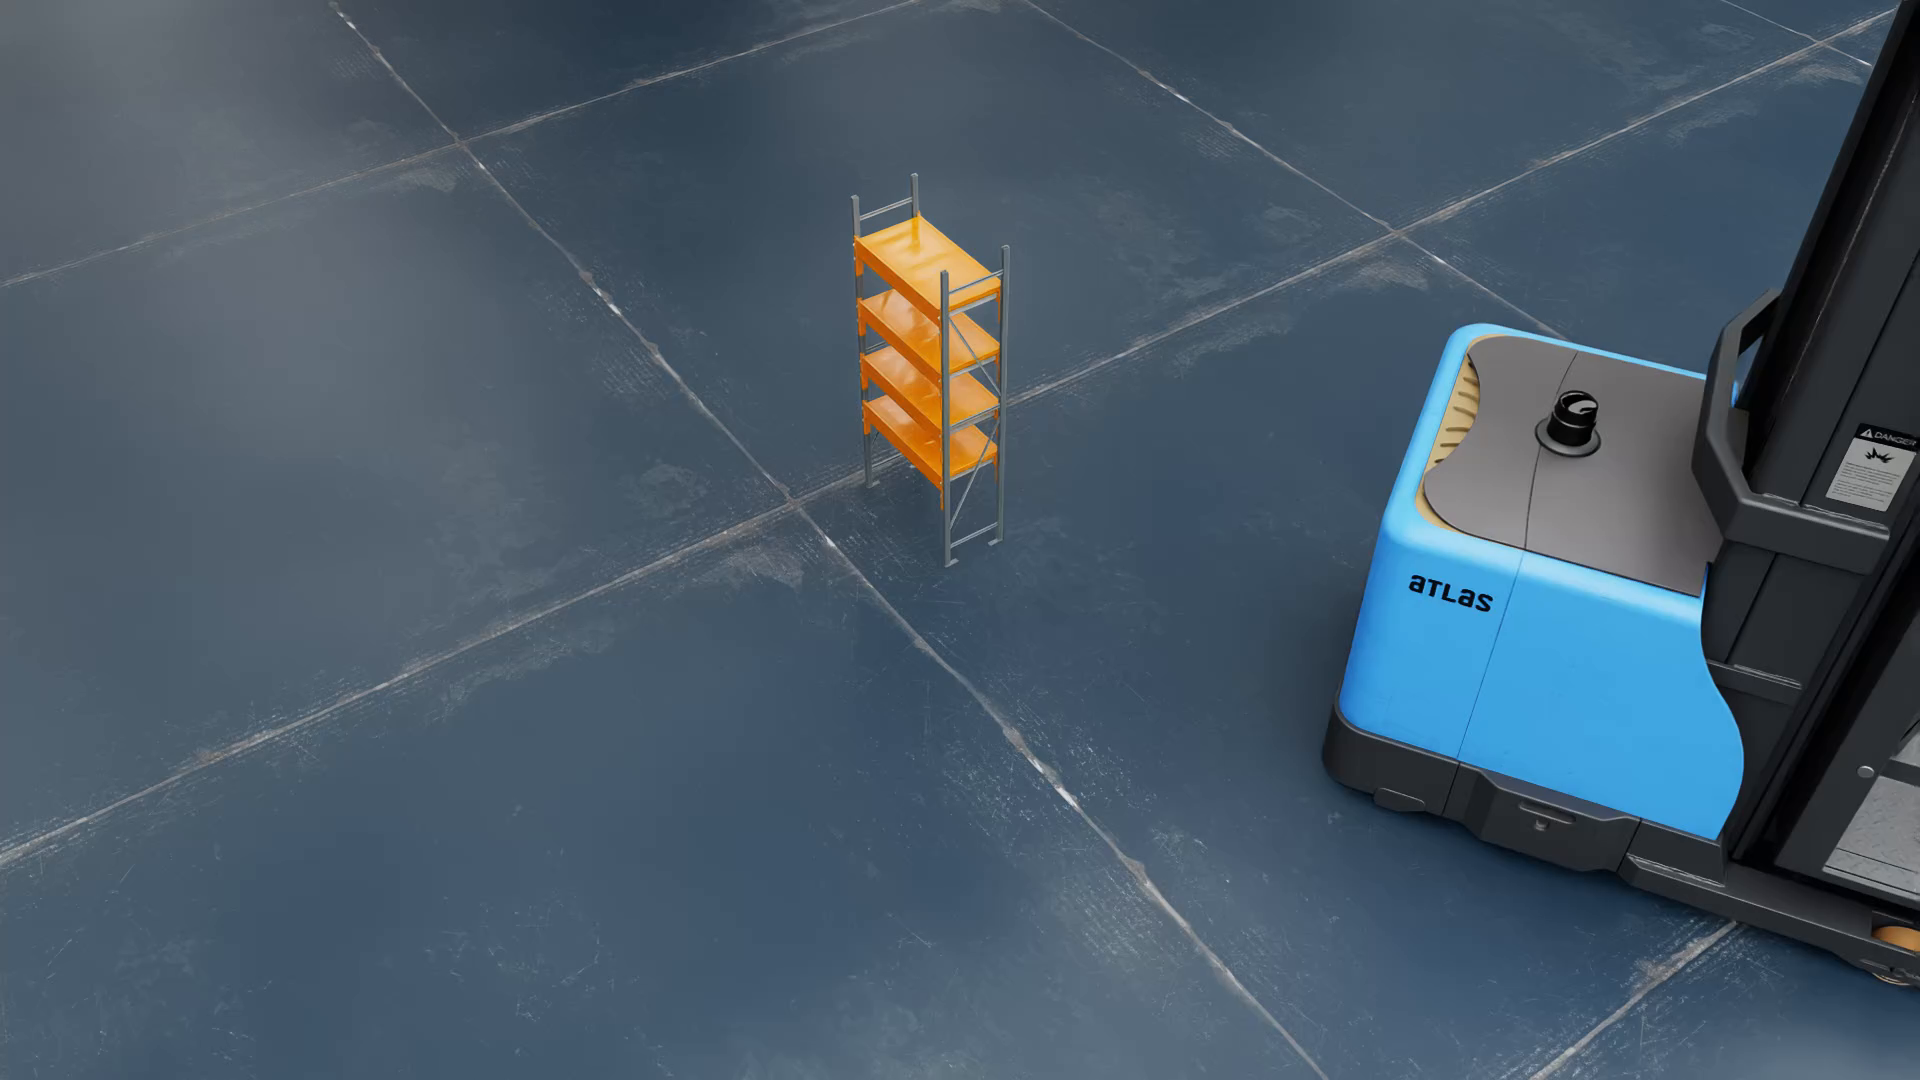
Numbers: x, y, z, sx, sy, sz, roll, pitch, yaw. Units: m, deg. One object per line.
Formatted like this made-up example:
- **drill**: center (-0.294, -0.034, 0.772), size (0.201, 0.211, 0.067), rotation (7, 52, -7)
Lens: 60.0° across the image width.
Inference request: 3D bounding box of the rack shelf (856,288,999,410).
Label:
- **rack shelf**: center (-0.095, -0.641, 5.326), size (0.258, 0.148, 0.480), rotation (-26, 49, -24)

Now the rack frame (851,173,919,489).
- **rack frame**: center (-0.234, -0.666, 5.579), size (0.240, 1.200, 0.015), rotation (-26, 49, -24)

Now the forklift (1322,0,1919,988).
- **forklift**: center (2.644, -0.228, 3.866), size (3.031, 2.935, 1.130), rotation (17, 46, 17)

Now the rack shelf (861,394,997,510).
- **rack shelf**: center (-0.095, -0.335, 5.617), size (0.258, 0.148, 0.480), rotation (-26, 49, -24)

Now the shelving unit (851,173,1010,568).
- **shelving unit**: center (-0.095, -0.528, 5.434), size (0.258, 1.200, 0.503), rotation (-26, 49, -24)

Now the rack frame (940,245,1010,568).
- **rack frame**: center (0.045, -0.390, 5.289), size (0.240, 1.200, 0.015), rotation (-26, 49, -24)

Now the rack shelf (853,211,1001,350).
- **rack shelf**: center (-0.095, -0.812, 5.163), size (0.258, 0.148, 0.480), rotation (-26, 49, -24)

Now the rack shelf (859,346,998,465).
- **rack shelf**: center (-0.095, -0.479, 5.480), size (0.258, 0.148, 0.480), rotation (-26, 49, -24)
